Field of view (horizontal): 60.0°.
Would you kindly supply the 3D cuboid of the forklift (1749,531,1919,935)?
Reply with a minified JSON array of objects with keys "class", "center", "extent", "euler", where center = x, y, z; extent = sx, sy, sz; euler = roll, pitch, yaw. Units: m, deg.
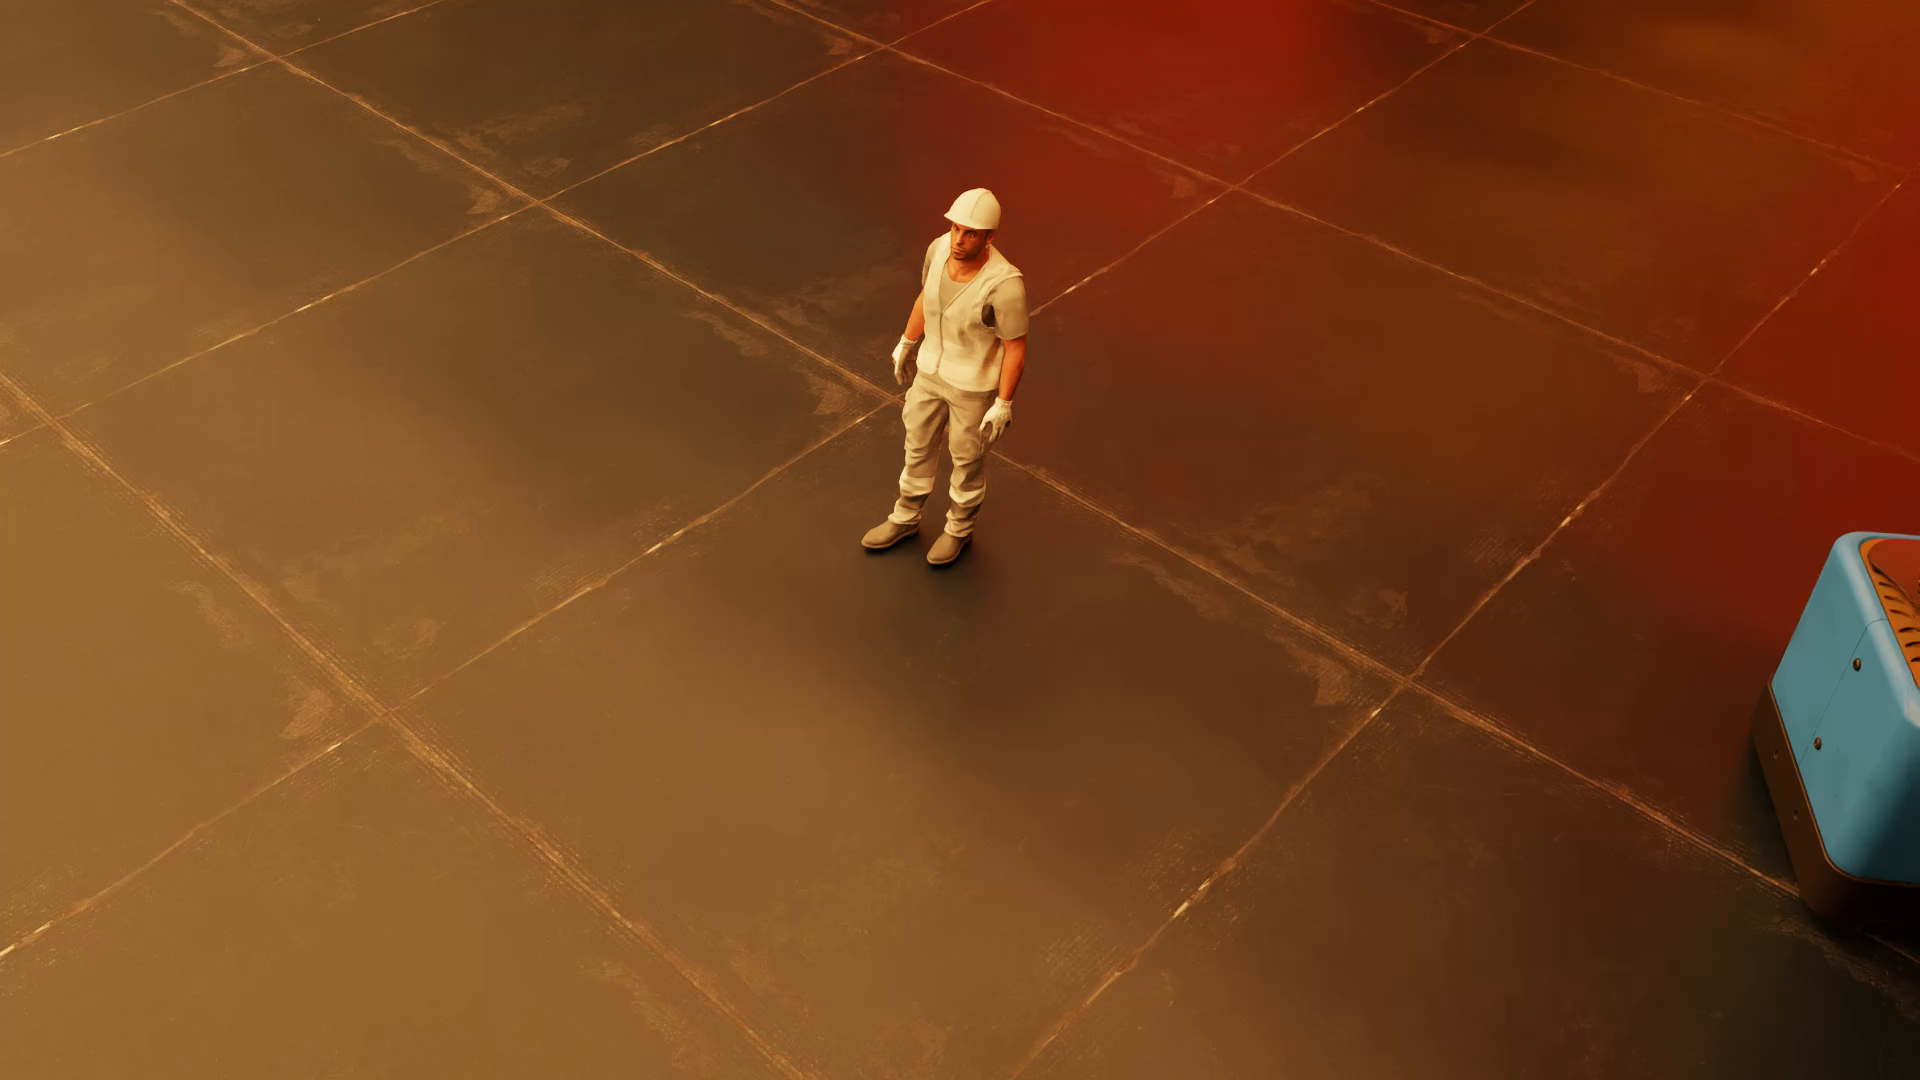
[{"class":"forklift","center":[4.623,0.098,5.314],"extent":[3.031,2.935,1.130],"euler":[5,41,6]}]

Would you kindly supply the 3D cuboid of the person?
[{"class":"person","center":[-0.064,-0.651,7.053],"extent":[0.637,1.787,0.563],"euler":[31,49,31]}]
